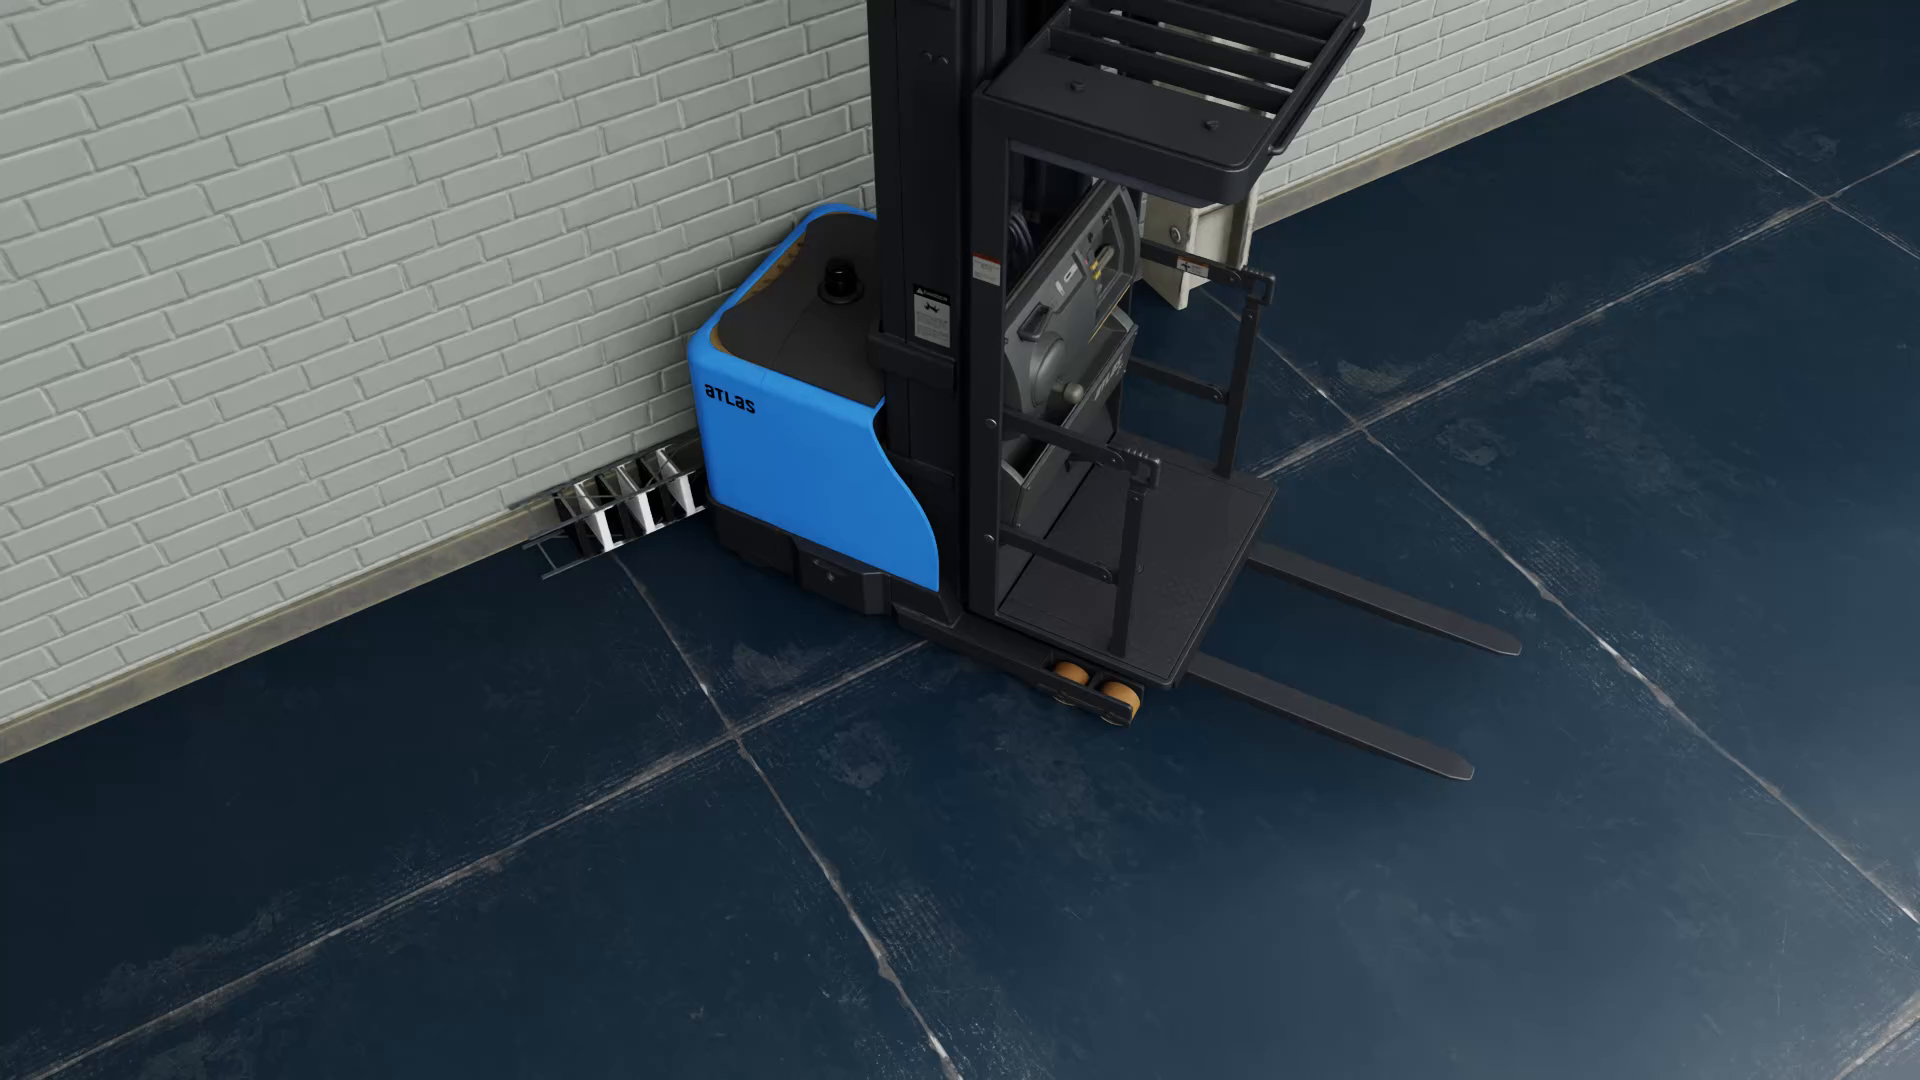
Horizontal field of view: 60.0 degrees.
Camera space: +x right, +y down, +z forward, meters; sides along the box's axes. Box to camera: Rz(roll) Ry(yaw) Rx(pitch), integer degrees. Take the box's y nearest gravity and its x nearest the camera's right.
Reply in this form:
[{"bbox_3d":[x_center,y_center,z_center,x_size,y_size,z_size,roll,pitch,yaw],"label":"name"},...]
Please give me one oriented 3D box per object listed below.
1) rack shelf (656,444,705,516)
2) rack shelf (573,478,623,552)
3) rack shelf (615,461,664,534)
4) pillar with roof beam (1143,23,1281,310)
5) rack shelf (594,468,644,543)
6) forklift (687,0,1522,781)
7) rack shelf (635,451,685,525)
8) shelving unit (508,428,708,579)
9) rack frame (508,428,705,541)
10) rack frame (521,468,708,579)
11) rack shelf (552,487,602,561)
[{"bbox_3d":[-1.142,-0.251,6.752,0.077,0.200,0.258,-25,45,-21],"label":"rack shelf"},{"bbox_3d":[-1.446,-0.107,6.624,0.077,0.200,0.258,-25,45,-21],"label":"rack shelf"},{"bbox_3d":[-1.294,-0.179,6.688,0.077,0.200,0.258,-25,45,-21],"label":"rack shelf"},{"bbox_3d":[3.383,-1.504,2.009,0.400,9.000,9.100,-25,53,-21],"label":"pillar with roof beam"},{"bbox_3d":[-1.370,-0.143,6.656,0.077,0.200,0.258,-25,45,-21],"label":"rack shelf"},{"bbox_3d":[0.557,-0.755,5.405,3.031,2.935,1.130,22,52,18],"label":"forklift"},{"bbox_3d":[-1.218,-0.215,6.720,0.077,0.200,0.258,-25,45,-21],"label":"rack shelf"},{"bbox_3d":[-1.322,-0.166,6.676,0.900,0.210,0.258,-25,45,-21],"label":"shelving unit"},{"bbox_3d":[-1.330,-0.242,6.609,0.900,0.006,0.240,-25,45,-21],"label":"rack frame"},{"bbox_3d":[-1.314,-0.089,6.743,0.900,0.006,0.240,-25,45,-21],"label":"rack frame"},{"bbox_3d":[-1.522,-0.072,6.592,0.077,0.200,0.258,-25,45,-21],"label":"rack shelf"}]
